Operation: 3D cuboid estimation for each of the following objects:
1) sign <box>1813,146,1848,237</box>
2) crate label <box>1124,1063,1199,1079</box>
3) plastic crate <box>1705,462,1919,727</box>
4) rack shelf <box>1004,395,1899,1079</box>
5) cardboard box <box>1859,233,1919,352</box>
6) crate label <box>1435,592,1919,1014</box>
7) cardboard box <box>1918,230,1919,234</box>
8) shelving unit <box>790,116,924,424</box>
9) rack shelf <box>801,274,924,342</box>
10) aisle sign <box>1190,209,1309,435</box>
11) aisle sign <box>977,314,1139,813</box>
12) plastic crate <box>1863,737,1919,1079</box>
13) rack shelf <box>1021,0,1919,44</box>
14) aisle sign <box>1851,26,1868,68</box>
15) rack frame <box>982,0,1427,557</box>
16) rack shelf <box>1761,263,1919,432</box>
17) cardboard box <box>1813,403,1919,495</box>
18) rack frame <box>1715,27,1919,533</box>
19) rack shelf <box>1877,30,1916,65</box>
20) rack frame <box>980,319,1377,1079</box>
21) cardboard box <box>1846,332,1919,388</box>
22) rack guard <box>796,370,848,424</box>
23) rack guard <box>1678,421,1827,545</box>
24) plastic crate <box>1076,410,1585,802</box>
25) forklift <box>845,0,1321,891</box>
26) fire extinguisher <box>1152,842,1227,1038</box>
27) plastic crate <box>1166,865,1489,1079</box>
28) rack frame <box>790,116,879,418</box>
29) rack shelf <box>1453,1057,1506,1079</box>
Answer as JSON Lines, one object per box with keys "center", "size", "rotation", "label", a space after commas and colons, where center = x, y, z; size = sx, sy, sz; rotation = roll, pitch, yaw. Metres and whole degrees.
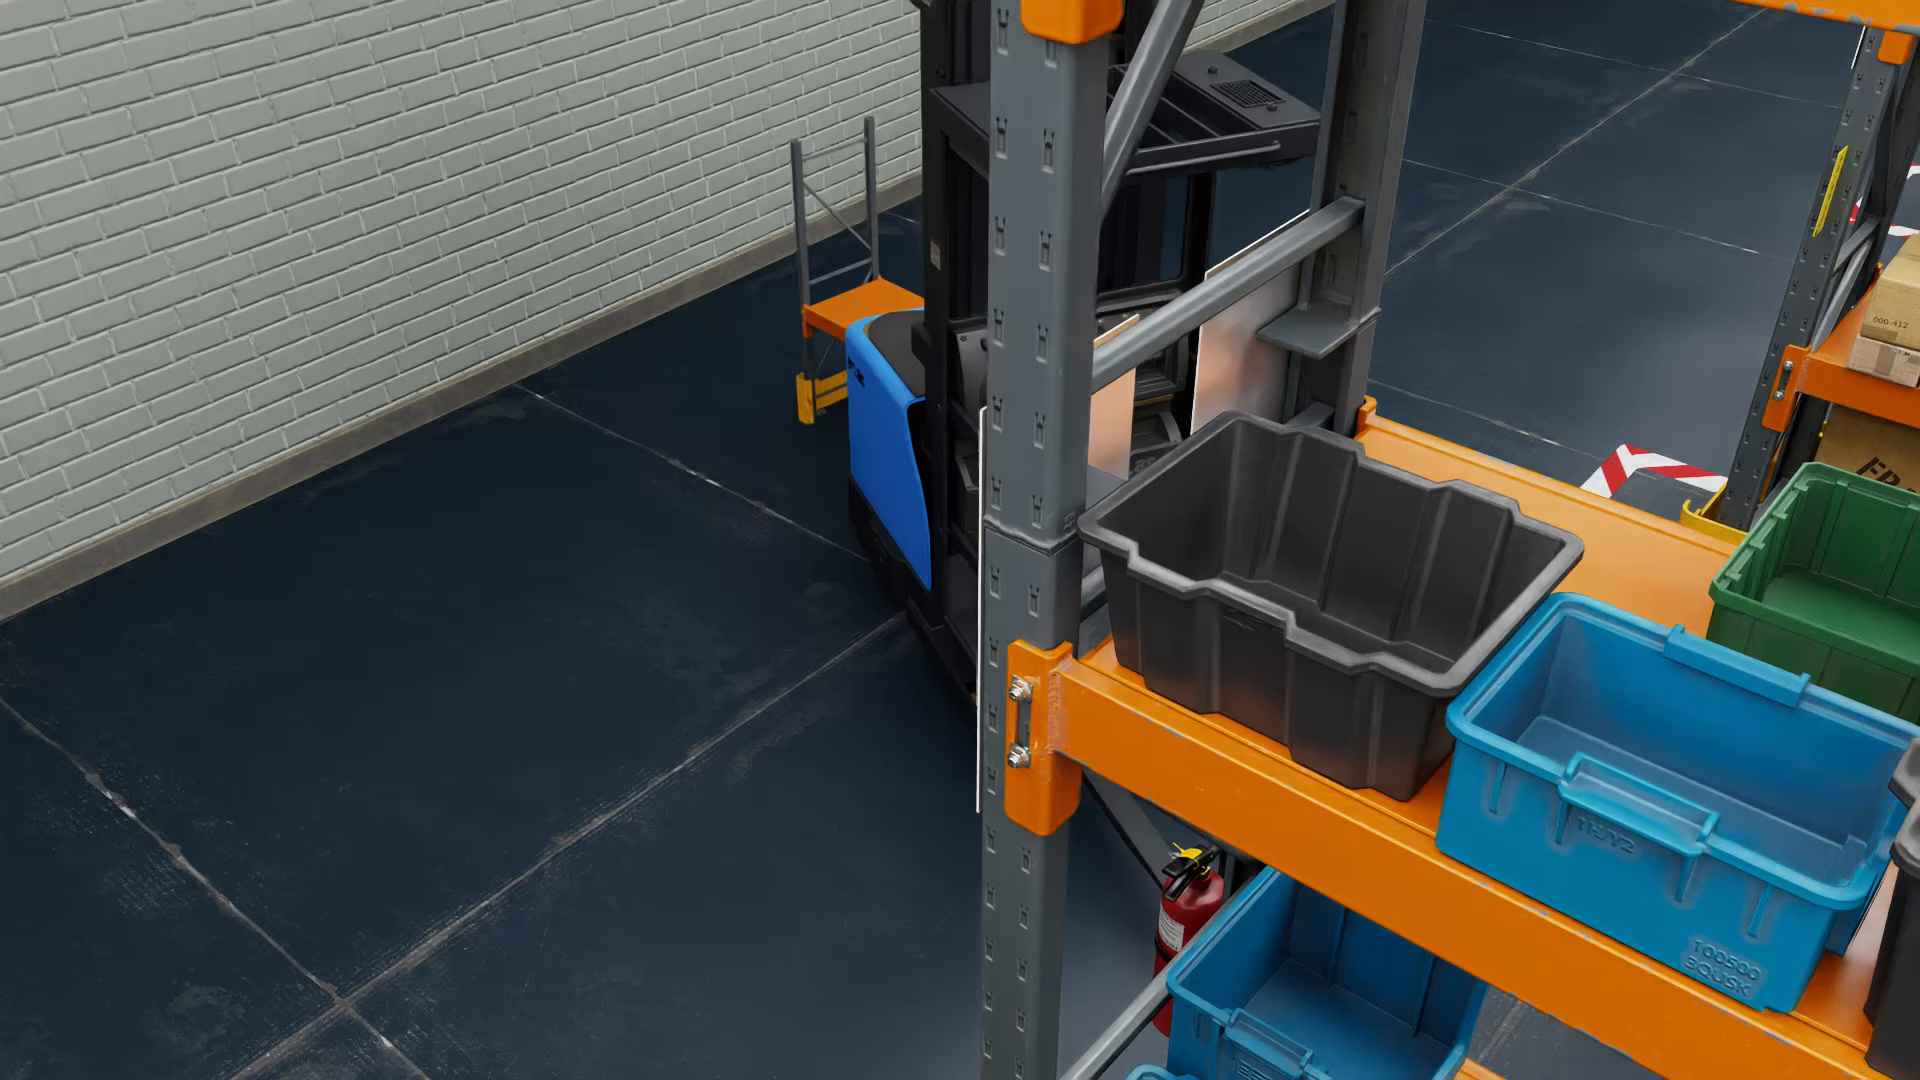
{"center": [3.211, -1.284, 6.135], "size": [0.005, 0.325, 0.100], "rotation": [25, 42, 32], "label": "sign"}
{"center": [0.381, 1.298, 3.305], "size": [0.303, 0.233, 0.416], "rotation": [25, 42, 32], "label": "crate label"}
{"center": [1.342, 0.105, 2.485], "size": [0.336, 0.188, 0.450], "rotation": [25, 42, 32], "label": "plastic crate"}
{"center": [1.938, 0.806, 1.913], "size": [4.000, 0.370, 1.077], "rotation": [25, 42, 32], "label": "rack shelf"}
{"center": [3.767, -0.903, 6.285], "size": [0.500, 0.250, 0.500], "rotation": [24, 41, 31], "label": "cardboard box"}
{"center": [0.904, 0.321, 2.115], "size": [0.502, 0.251, 0.408], "rotation": [25, 42, 32], "label": "crate label"}
{"center": [4.113, -1.134, 6.622], "size": [0.500, 0.250, 0.500], "rotation": [25, 41, 31], "label": "cardboard box"}
{"center": [-0.266, -1.144, 8.091], "size": [0.587, 1.500, 1.083], "rotation": [-28, 43, -35], "label": "shelving unit"}
{"center": [-0.260, -0.992, 8.188], "size": [0.538, 0.185, 1.000], "rotation": [-28, 43, -35], "label": "rack shelf"}
{"center": [0.534, -0.204, 3.101], "size": [0.004, 0.787, 0.394], "rotation": [25, 42, 32], "label": "aisle sign"}
{"center": [0.156, 0.053, 2.727], "size": [0.004, 0.787, 0.394], "rotation": [25, 42, 32], "label": "aisle sign"}
{"center": [1.400, 0.483, 1.802], "size": [0.767, 0.338, 0.504], "rotation": [25, 42, 32], "label": "plastic crate"}
{"center": [1.938, -0.266, 1.177], "size": [4.000, 0.370, 1.077], "rotation": [25, 42, 32], "label": "rack shelf"}
{"center": [3.323, -2.101, 5.863], "size": [0.004, 0.787, 0.394], "rotation": [25, 42, 32], "label": "aisle sign"}
{"center": [0.401, -1.452, 1.915], "size": [0.127, 3.000, 1.000], "rotation": [25, 42, 32], "label": "rack frame"}
{"center": [5.107, -0.113, 5.900], "size": [4.000, 0.370, 1.077], "rotation": [25, 42, 32], "label": "rack shelf"}
{"center": [4.113, -0.234, 6.947], "size": [0.875, 0.875, 0.875], "rotation": [25, 42, 32], "label": "cardboard box"}
{"center": [3.570, -1.134, 6.751], "size": [0.127, 3.000, 1.000], "rotation": [25, 42, 32], "label": "rack frame"}
{"center": [5.107, -1.349, 5.051], "size": [4.000, 0.370, 1.077], "rotation": [25, 42, 32], "label": "rack shelf"}
{"center": [0.401, 1.021, 3.613], "size": [0.127, 3.000, 1.000], "rotation": [25, 42, 32], "label": "rack frame"}
{"center": [3.632, -0.758, 6.426], "size": [0.250, 0.149, 0.380], "rotation": [26, 42, 32], "label": "cardboard box"}
{"center": [-0.608, -0.834, 8.743], "size": [0.587, 0.250, 0.087], "rotation": [-28, 43, -35], "label": "rack guard"}
{"center": [3.552, -0.112, 7.471], "size": [0.348, 0.500, 1.175], "rotation": [25, 42, 32], "label": "rack guard"}
{"center": [0.519, 0.099, 2.421], "size": [0.590, 0.269, 0.497], "rotation": [25, 42, 32], "label": "plastic crate"}
{"center": [0.512, -0.616, 6.057], "size": [1.130, 2.935, 3.031], "rotation": [-13, 37, -18], "label": "forklift"}
{"center": [0.576, 0.955, 4.108], "size": [0.183, 0.674, 0.296], "rotation": [25, 42, 32], "label": "fire extinguisher"}
{"center": [0.778, 1.022, 3.528], "size": [0.499, 0.435, 0.616], "rotation": [25, 42, 32], "label": "plastic crate"}
{"center": [-0.609, -1.349, 8.390], "size": [0.500, 1.500, 0.032], "rotation": [-28, 43, -35], "label": "rack frame"}
{"center": [1.938, 2.042, 2.762], "size": [4.000, 0.370, 1.077], "rotation": [25, 42, 32], "label": "rack shelf"}
